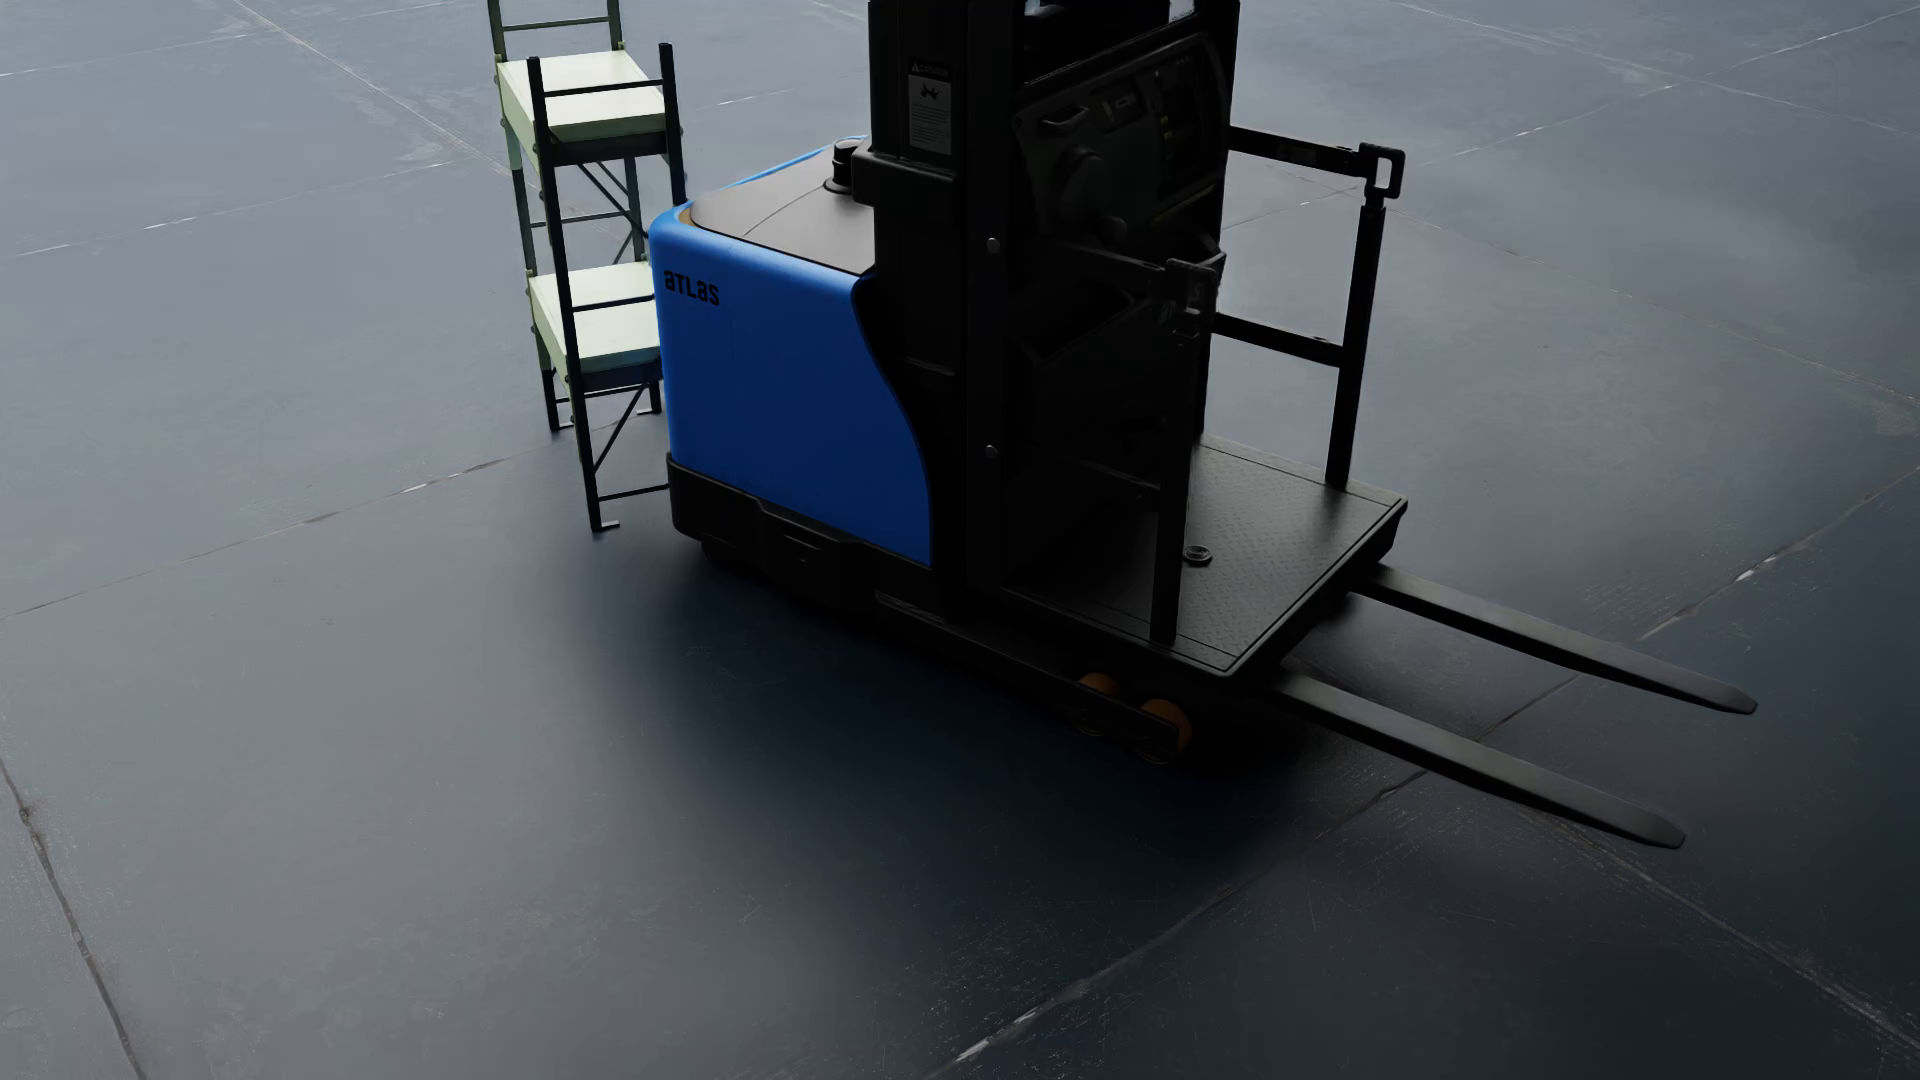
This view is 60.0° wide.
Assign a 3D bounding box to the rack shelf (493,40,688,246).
[{"bbox_3d":[-1.129,-1.221,5.055,0.431,0.370,0.720,-12,34,-18],"label":"rack shelf"}]

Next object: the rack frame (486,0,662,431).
[{"bbox_3d":[-1.265,-1.069,5.549,0.400,1.500,0.023,-12,34,-18],"label":"rack frame"}]

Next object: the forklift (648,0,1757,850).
[{"bbox_3d":[0.588,-0.983,4.054,3.031,2.935,1.130,21,38,30],"label":"forklift"}]

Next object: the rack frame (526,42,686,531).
[{"bbox_3d":[-0.992,-0.710,4.972,0.400,1.500,0.023,-12,34,-18],"label":"rack frame"}]

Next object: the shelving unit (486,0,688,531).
[{"bbox_3d":[-1.129,-0.890,5.261,0.431,1.500,0.755,-12,34,-18],"label":"shelving unit"}]

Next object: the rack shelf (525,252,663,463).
[{"bbox_3d":[-1.129,-0.613,5.433,0.431,0.370,0.720,-12,34,-18],"label":"rack shelf"}]
